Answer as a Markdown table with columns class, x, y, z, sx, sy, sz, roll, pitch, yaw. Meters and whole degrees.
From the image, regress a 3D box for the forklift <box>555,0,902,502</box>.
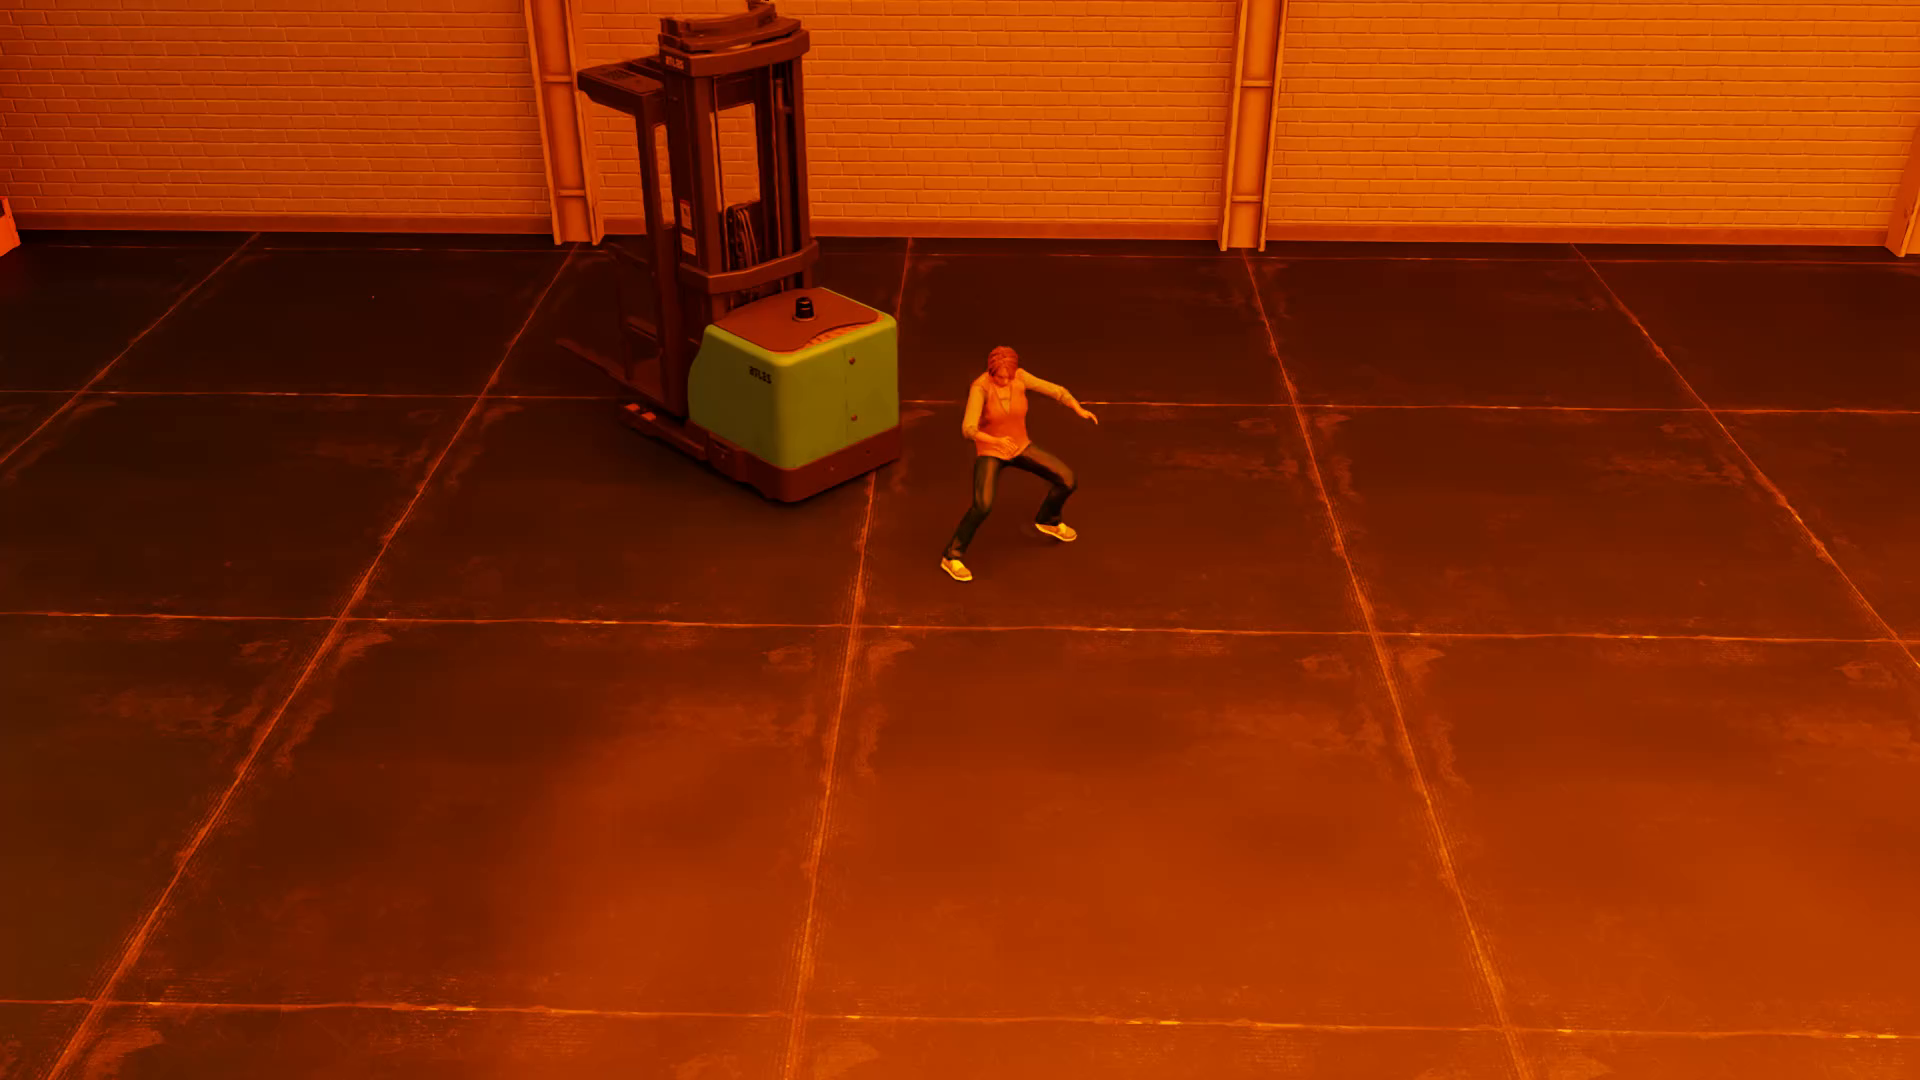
| class | x | y | z | sx | sy | sz | roll | pitch | yaw |
| --- | --- | --- | --- | --- | --- | --- | --- | --- | --- |
| forklift | -1.783 | -2.158 | 11.274 | 1.130 | 2.935 | 3.031 | -26 | 39 | -37 |

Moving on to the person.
| class | x | y | z | sx | sy | sz | roll | pitch | yaw |
| --- | --- | --- | --- | --- | --- | --- | --- | --- | --- |
| person | 0.320 | -0.488 | 9.980 | 0.914 | 1.366 | 0.662 | -10 | 32 | -16 |
